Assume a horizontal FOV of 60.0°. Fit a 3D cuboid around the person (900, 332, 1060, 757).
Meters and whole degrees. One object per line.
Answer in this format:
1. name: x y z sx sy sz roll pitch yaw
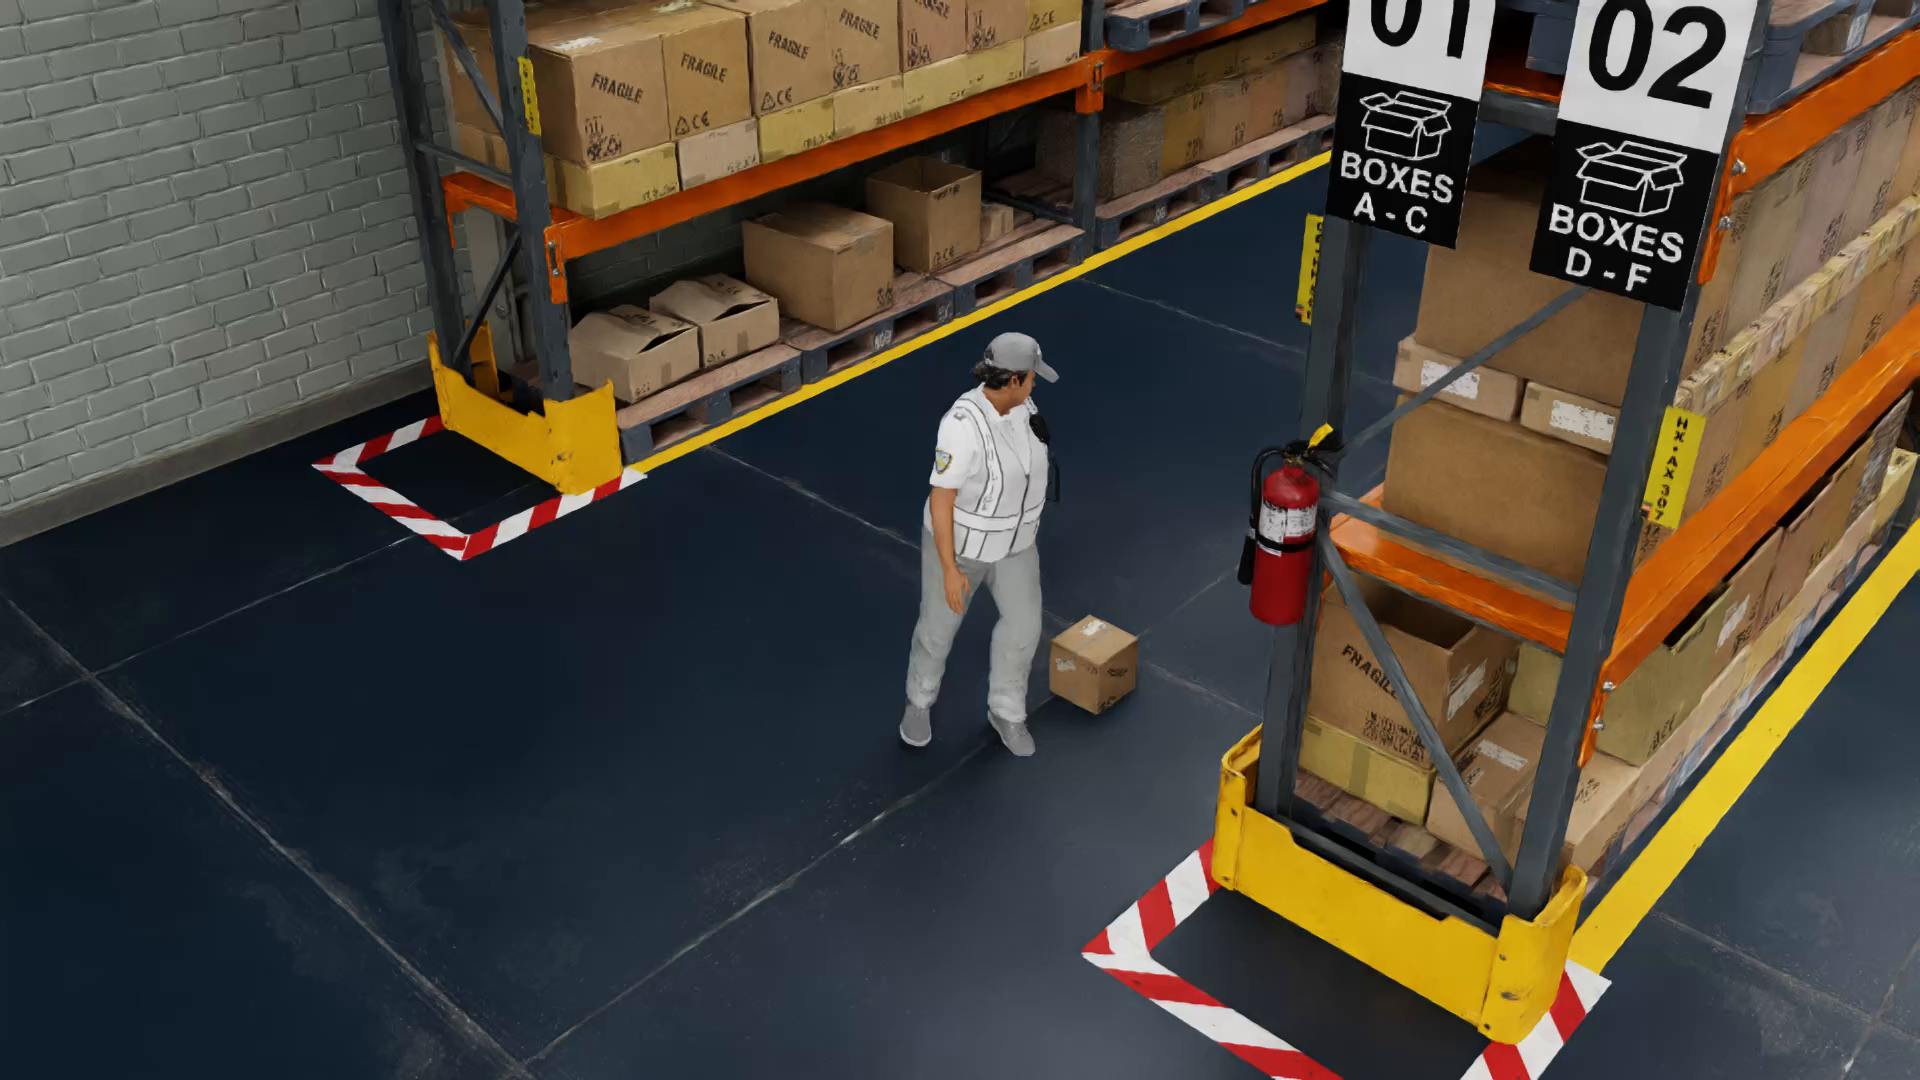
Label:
1. person: 0.072 0.054 6.100 0.604 1.697 0.544 -23 38 -33
